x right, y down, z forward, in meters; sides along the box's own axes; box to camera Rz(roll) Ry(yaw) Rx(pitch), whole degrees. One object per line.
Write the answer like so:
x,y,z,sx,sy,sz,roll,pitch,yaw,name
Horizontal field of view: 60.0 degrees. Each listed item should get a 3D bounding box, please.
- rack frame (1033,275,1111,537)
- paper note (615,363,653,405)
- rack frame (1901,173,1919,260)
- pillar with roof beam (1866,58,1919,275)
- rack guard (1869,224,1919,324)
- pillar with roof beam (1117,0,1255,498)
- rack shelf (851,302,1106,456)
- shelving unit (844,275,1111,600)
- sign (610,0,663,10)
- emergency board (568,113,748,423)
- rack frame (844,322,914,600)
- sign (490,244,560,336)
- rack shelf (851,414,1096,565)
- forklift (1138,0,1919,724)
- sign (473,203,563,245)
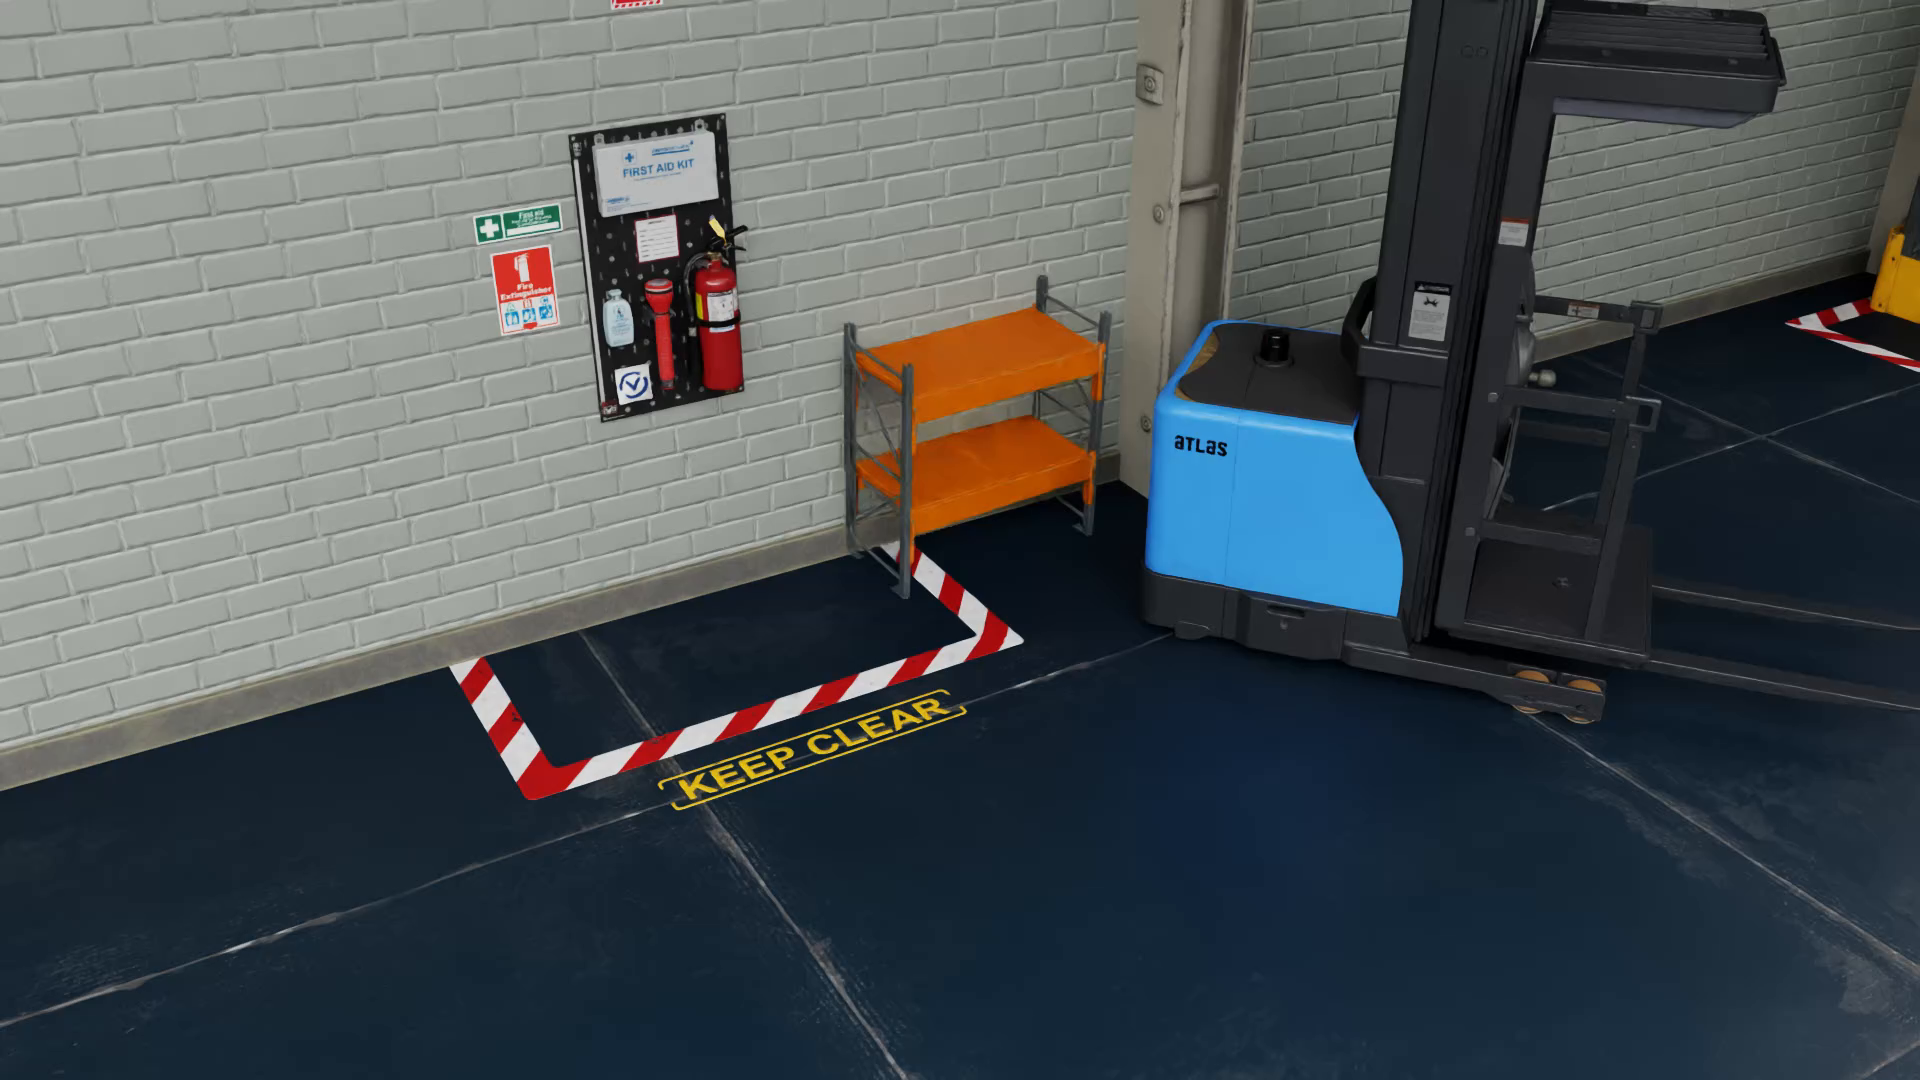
0.485,-0.610,7.662,0.032,1.125,0.500,-18,37,-29,rack frame
-1.312,-0.627,6.693,0.142,0.148,0.016,-16,33,-26,paper note
6.033,-2.553,9.272,0.127,3.000,1.000,-16,33,-26,rack frame
8.380,-3.918,5.536,0.400,9.000,9.100,-16,33,-26,pillar with roof beam
6.099,-1.477,9.910,0.348,0.500,1.175,-16,33,-26,rack guard
3.207,-2.449,2.875,0.400,9.000,9.100,-16,33,-26,pillar with roof beam
0.074,-0.719,7.257,1.000,0.278,0.538,-18,37,-29,rack shelf
0.065,-0.471,7.412,1.048,1.125,0.538,-18,37,-29,shelving unit
-1.182,-2.082,6.018,0.199,0.298,0.001,-16,33,-26,sign
-1.124,-1.027,6.507,0.643,1.169,0.194,-16,33,-26,emergency board
-0.355,-0.331,7.161,0.032,1.125,0.500,-18,37,-29,rack frame
-1.653,-0.950,6.331,0.234,0.329,0.001,-16,33,-26,sign
0.058,-0.263,7.541,1.000,0.278,0.538,-18,37,-29,rack shelf
2.326,-0.861,6.277,3.031,2.935,1.130,10,31,18,forklift
-1.645,-1.180,6.198,0.331,0.109,0.001,-16,33,-26,sign
